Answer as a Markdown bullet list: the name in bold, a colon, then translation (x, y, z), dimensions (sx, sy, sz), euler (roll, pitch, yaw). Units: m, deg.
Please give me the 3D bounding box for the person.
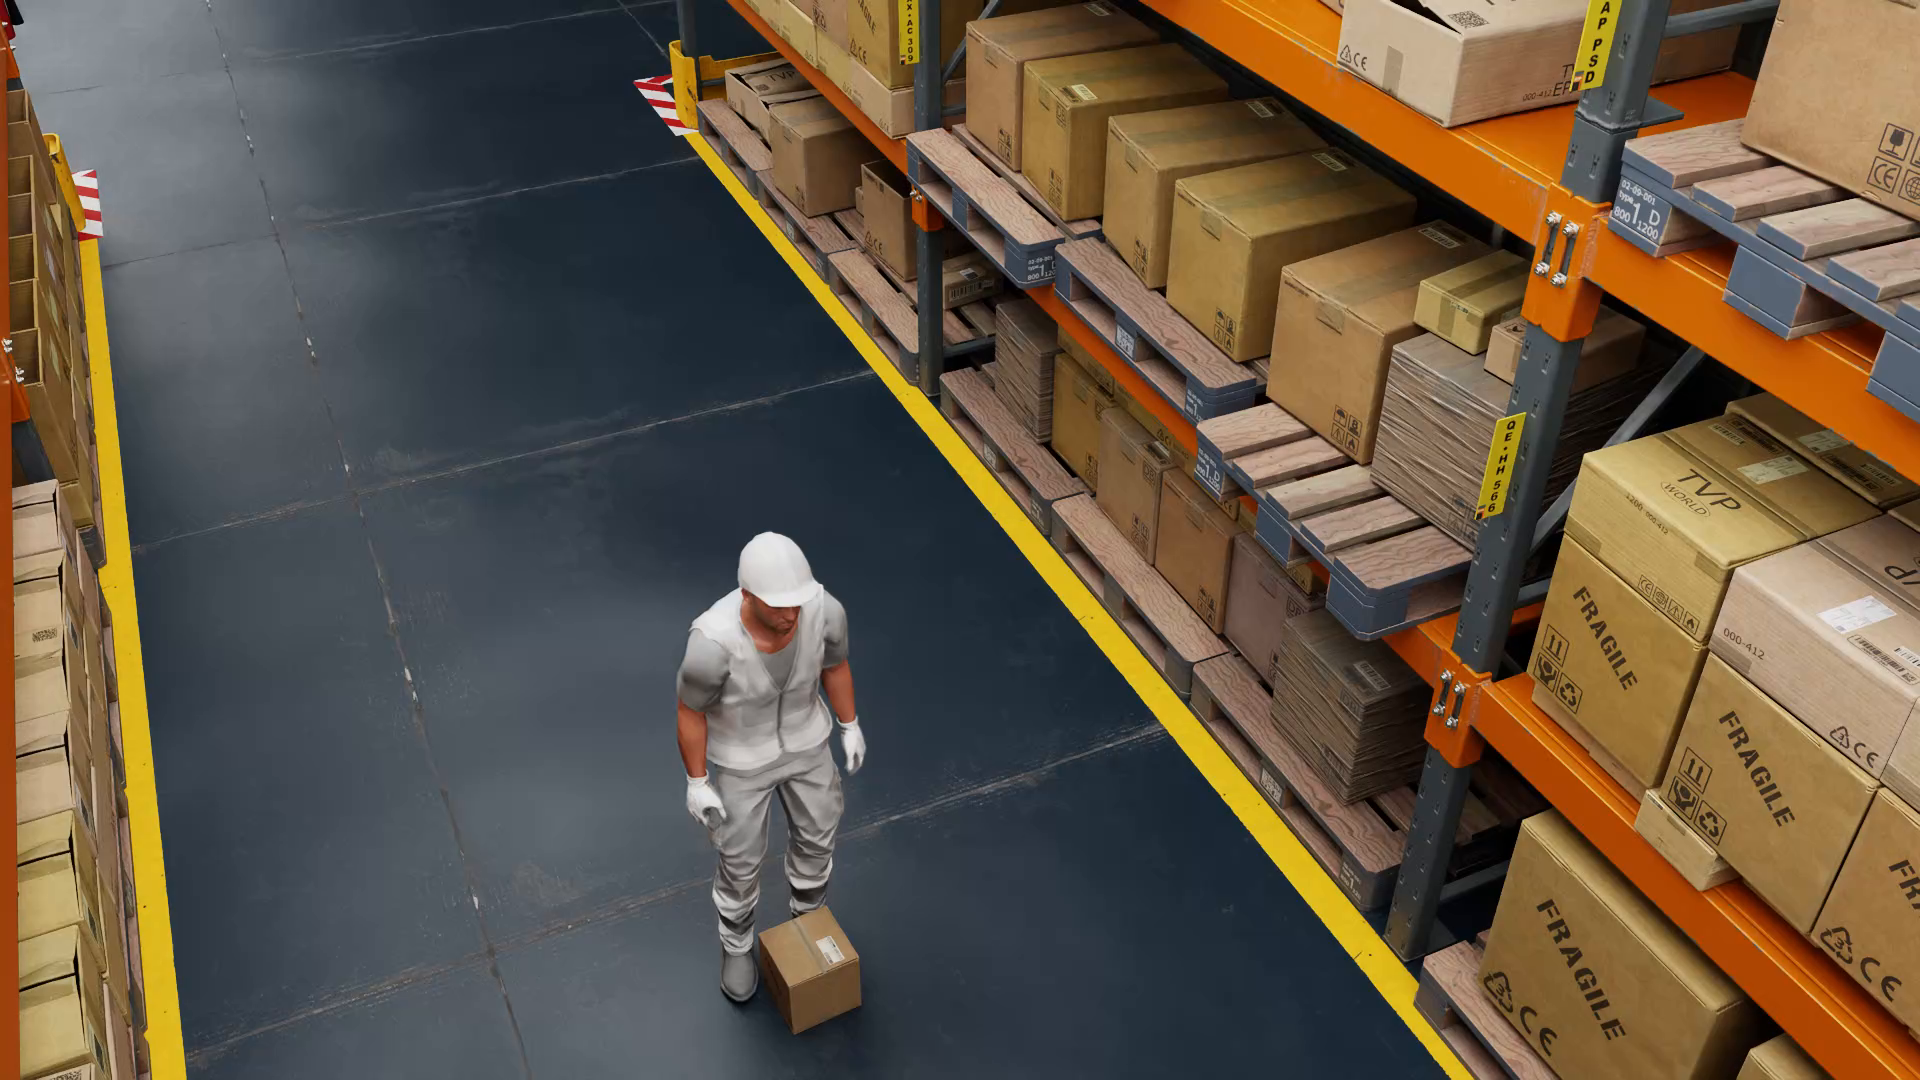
- **person**: translation (-0.578, 0.688, 5.223), dimensions (0.618, 1.779, 0.452), euler (-18, 41, -23)
